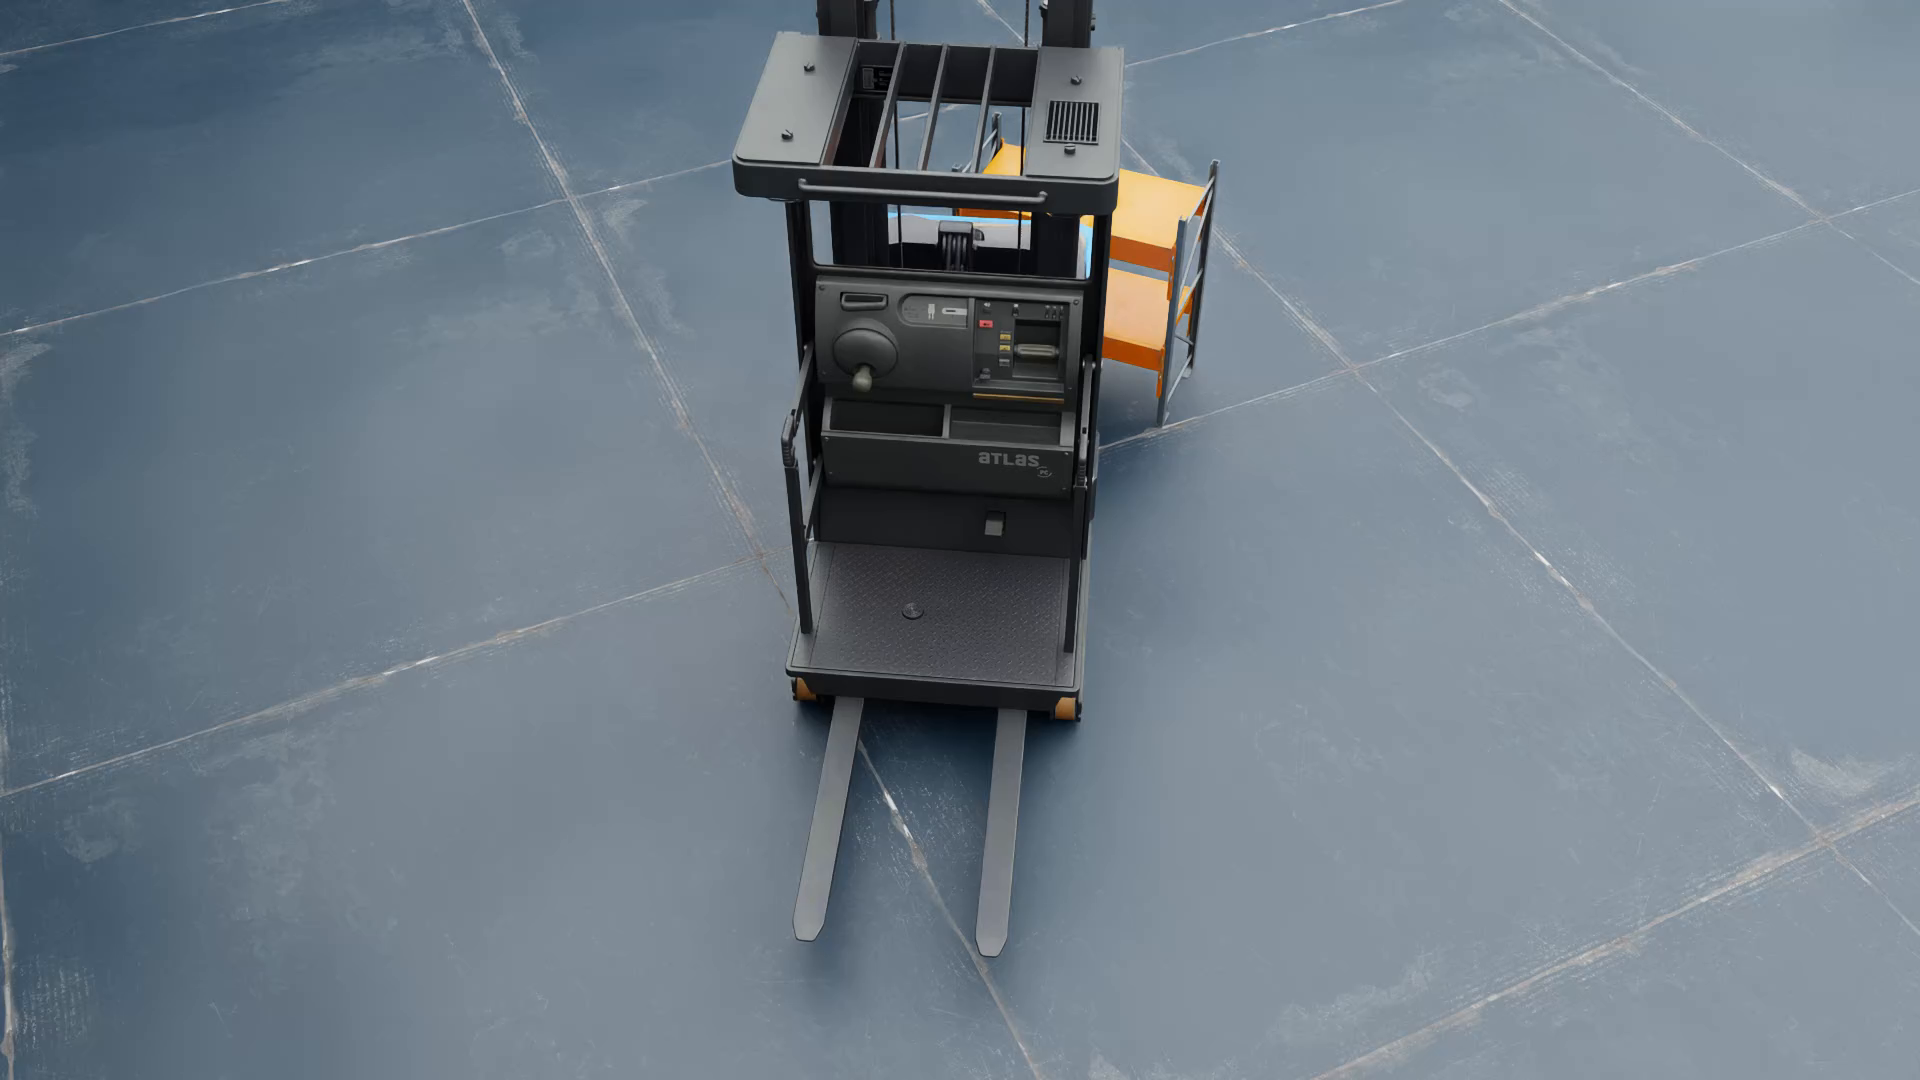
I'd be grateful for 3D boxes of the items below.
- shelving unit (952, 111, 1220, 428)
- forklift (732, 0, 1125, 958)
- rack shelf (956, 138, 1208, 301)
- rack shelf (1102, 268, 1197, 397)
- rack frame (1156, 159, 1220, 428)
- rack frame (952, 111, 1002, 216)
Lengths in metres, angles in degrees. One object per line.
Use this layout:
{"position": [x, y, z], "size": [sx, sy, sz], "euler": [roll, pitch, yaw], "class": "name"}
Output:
{"position": [0.544, -1.220, 7.554], "size": [1.048, 1.125, 0.538], "euler": [17, 47, 16], "class": "shelving unit"}
{"position": [-0.061, -0.606, 5.646], "size": [1.130, 2.935, 3.031], "euler": [4, 45, 4], "class": "forklift"}
{"position": [0.544, -1.428, 7.348], "size": [1.000, 0.278, 0.538], "euler": [17, 47, 16], "class": "rack shelf"}
{"position": [0.544, -1.046, 7.726], "size": [1.000, 0.278, 0.538], "euler": [17, 47, 16], "class": "rack shelf"}
{"position": [1.012, -1.080, 7.412], "size": [0.032, 1.125, 0.500], "euler": [17, 47, 16], "class": "rack frame"}
{"position": [0.076, -1.359, 7.696], "size": [0.032, 1.125, 0.500], "euler": [17, 47, 16], "class": "rack frame"}
